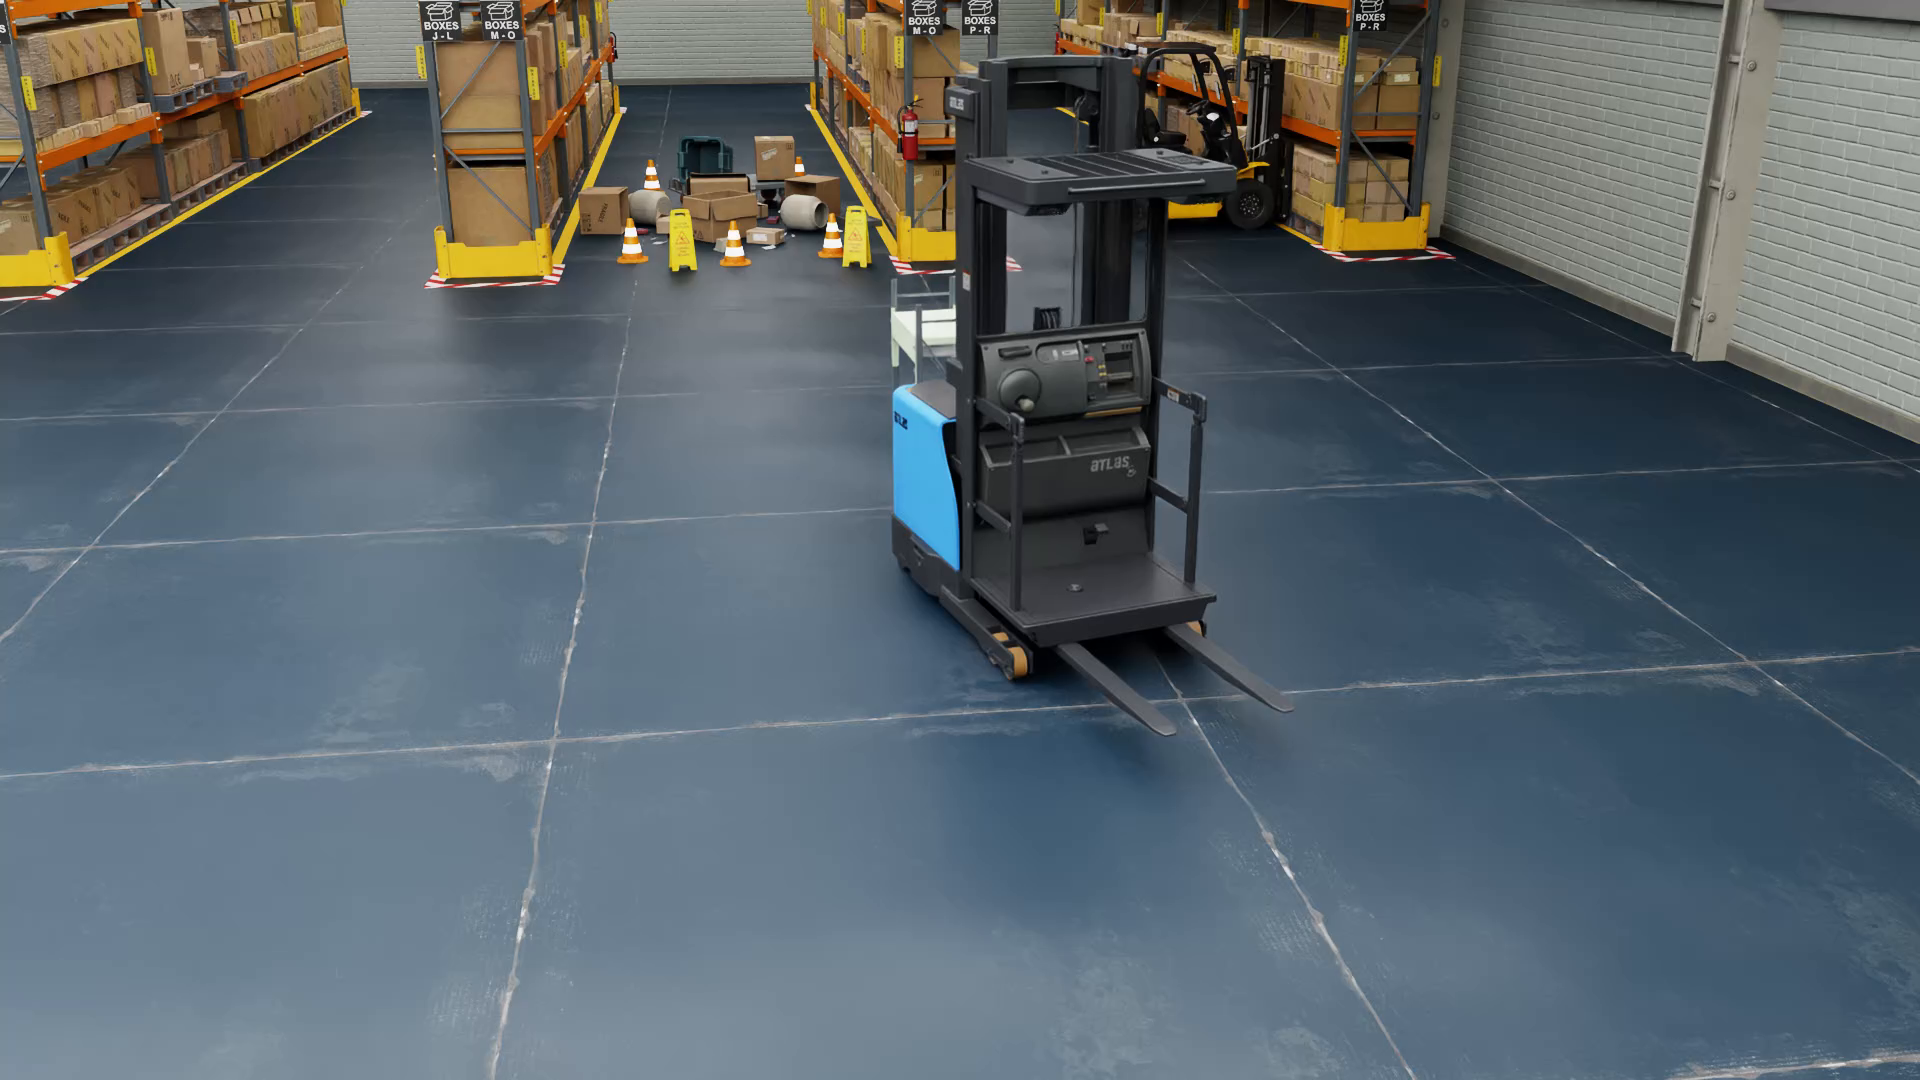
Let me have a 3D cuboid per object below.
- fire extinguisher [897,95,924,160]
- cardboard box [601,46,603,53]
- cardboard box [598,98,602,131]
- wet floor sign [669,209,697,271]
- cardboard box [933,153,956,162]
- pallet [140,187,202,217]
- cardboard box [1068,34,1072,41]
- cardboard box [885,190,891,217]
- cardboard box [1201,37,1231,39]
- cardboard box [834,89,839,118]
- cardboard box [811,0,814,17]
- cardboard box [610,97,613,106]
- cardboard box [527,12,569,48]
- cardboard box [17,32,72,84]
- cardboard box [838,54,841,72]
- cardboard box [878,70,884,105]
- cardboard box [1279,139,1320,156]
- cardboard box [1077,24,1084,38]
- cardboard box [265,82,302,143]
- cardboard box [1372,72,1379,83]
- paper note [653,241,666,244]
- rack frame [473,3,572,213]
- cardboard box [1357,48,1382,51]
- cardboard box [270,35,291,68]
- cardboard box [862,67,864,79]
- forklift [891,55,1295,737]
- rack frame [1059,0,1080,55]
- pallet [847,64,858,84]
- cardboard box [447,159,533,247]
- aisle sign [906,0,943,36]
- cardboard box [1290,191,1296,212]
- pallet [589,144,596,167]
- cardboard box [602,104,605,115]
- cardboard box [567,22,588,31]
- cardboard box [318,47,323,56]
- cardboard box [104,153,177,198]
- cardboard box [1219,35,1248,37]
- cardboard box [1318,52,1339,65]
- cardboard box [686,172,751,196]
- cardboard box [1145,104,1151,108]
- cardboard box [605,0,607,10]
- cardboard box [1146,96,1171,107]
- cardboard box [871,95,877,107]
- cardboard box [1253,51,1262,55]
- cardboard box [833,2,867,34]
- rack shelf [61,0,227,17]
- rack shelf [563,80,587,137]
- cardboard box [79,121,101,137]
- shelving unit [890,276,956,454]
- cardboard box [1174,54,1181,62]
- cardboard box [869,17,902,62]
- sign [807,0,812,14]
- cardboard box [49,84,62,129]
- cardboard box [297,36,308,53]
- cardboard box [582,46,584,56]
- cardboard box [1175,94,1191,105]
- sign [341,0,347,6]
[{"bbox_3d":[-0.541,-4.462,17.987,0.296,0.674,0.183,-3,21,-8],"label":"fire extinguisher"},{"bbox_3d":[-6.670,-8.882,30.069,0.380,0.149,0.250,-2,21,-5],"label":"cardboard box"},{"bbox_3d":[-6.359,-7.214,28.216,0.500,0.500,0.500,-3,21,-9],"label":"cardboard box"},{"bbox_3d":[-3.021,-3.264,18.032,0.267,0.644,0.232,-7,21,-17],"label":"wet floor sign"},{"bbox_3d":[-0.027,-4.304,19.709,0.500,0.500,0.500,-4,21,-10],"label":"cardboard box"},{"bbox_3d":[-10.598,-4.410,21.721,1.003,0.211,1.213,-3,21,-8],"label":"pallet"},{"bbox_3d":[2.362,-10.022,33.120,0.380,0.149,0.250,-2,21,-6],"label":"cardboard box"},{"bbox_3d":[-0.632,-4.097,20.228,0.500,0.250,0.500,-4,21,-10],"label":"cardboard box"},{"bbox_3d":[3.741,-7.277,24.342,0.380,0.149,0.250,-3,21,-8],"label":"cardboard box"},{"bbox_3d":[-1.815,-7.935,30.237,0.875,0.438,0.875,-3,21,-9],"label":"cardboard box"},{"bbox_3d":[-2.620,-10.436,32.298,0.500,0.500,0.500,-3,21,-9],"label":"cardboard box"},{"bbox_3d":[-6.872,-8.422,31.953,0.380,0.149,0.250,-2,21,-6],"label":"cardboard box"},{"bbox_3d":[-6.083,-7.406,24.186,0.700,0.500,0.500,-3,21,-8],"label":"cardboard box"},{"bbox_3d":[-9.782,-5.094,17.570,0.500,0.500,0.500,-3,21,-8],"label":"cardboard box"},{"bbox_3d":[-1.673,-7.599,26.489,0.500,0.250,0.500,-3,21,-7],"label":"cardboard box"},{"bbox_3d":[-0.735,-5.619,20.405,0.500,0.500,0.500,-3,21,-8],"label":"cardboard box"},{"bbox_3d":[4.208,-4.860,20.843,0.500,0.250,0.500,-3,21,-9],"label":"cardboard box"},{"bbox_3d":[2.547,-9.725,31.757,0.500,0.250,0.500,-3,21,-9],"label":"cardboard box"},{"bbox_3d":[-11.396,-6.888,26.807,1.225,0.875,0.875,-4,21,-10],"label":"cardboard box"},{"bbox_3d":[4.919,-5.377,19.254,0.380,0.149,0.250,-3,21,-8],"label":"cardboard box"},{"bbox_3d":[-3.525,-3.499,19.544,0.144,0.017,0.142,4,21,11],"label":"paper note"},{"bbox_3d":[-5.561,-5.662,21.088,1.000,3.000,0.127,-3,21,-8],"label":"rack frame"},{"bbox_3d":[4.893,-5.885,20.192,0.380,0.149,0.250,-3,21,-9],"label":"cardboard box"},{"bbox_3d":[-11.235,-7.943,27.054,0.500,0.500,0.500,-2,21,-6],"label":"cardboard box"},{"bbox_3d":[-1.159,-6.457,22.977,0.380,0.149,0.250,-3,21,-7],"label":"cardboard box"},{"bbox_3d":[0.630,-0.840,8.277,1.130,2.935,3.031,-8,22,-21],"label":"forklift"},{"bbox_3d":[2.504,-10.353,33.648,1.000,3.000,0.127,-3,21,-8],"label":"rack frame"},{"bbox_3d":[-1.046,-7.000,24.945,1.213,0.211,1.003,-3,21,-8],"label":"pallet"},{"bbox_3d":[-5.148,-3.710,18.298,0.875,0.875,0.875,-3,21,-7],"label":"cardboard box"},{"bbox_3d":[-0.379,-5.743,17.590,0.394,0.787,0.004,-3,21,-8],"label":"aisle sign"},{"bbox_3d":[4.304,-4.215,20.543,0.500,0.250,0.500,-3,21,-7],"label":"cardboard box"},{"bbox_3d":[-6.249,-6.011,26.008,1.003,0.211,1.213,-3,21,-8],"label":"pallet"},{"bbox_3d":[-6.450,-7.574,29.256,0.380,0.149,0.250,-2,21,-5],"label":"cardboard box"},{"bbox_3d":[-6.424,-8.567,27.775,0.380,0.149,0.250,-4,21,-9],"label":"cardboard box"},{"bbox_3d":[-11.538,-8.667,29.492,0.380,0.149,0.250,-3,21,-7],"label":"cardboard box"},{"bbox_3d":[-10.551,-4.695,21.444,0.700,0.500,0.500,-5,21,-12],"label":"cardboard box"},{"bbox_3d":[4.094,-7.478,24.880,0.380,0.149,0.250,-3,21,-8],"label":"cardboard box"},{"bbox_3d":[4.457,-5.680,19.640,0.380,0.149,0.250,-3,21,-7],"label":"cardboard box"},{"bbox_3d":[-3.003,-4.259,20.707,0.797,0.637,0.503,-3,21,-8],"label":"cardboard box"},{"bbox_3d":[3.321,-6.918,27.424,0.500,0.500,0.500,-3,21,-9],"label":"cardboard box"},{"bbox_3d":[-6.979,-10.325,31.577,0.500,0.500,0.500,-3,21,-9],"label":"cardboard box"},{"bbox_3d":[3.265,-7.164,27.155,0.380,0.149,0.250,-4,21,-11],"label":"cardboard box"},{"bbox_3d":[-0.950,-5.703,21.559,0.380,0.149,0.250,-3,21,-8],"label":"cardboard box"},{"bbox_3d":[4.058,-6.335,21.822,0.380,0.149,0.250,-2,21,-6],"label":"cardboard box"},{"bbox_3d":[-1.801,-8.537,27.215,0.500,0.500,0.500,-3,21,-9],"label":"cardboard box"},{"bbox_3d":[-10.773,-7.207,21.967,1.077,0.370,4.000,-3,21,-8],"label":"rack shelf"},{"bbox_3d":[-5.850,-6.017,23.068,1.077,0.370,4.000,-3,21,-8],"label":"rack shelf"},{"bbox_3d":[-9.833,-4.579,18.548,0.380,0.149,0.250,-3,21,-8],"label":"cardboard box"},{"bbox_3d":[-0.142,-0.790,10.188,0.431,1.500,0.755,-5,21,-12],"label":"shelving unit"},{"bbox_3d":[3.550,-7.407,25.262,0.500,0.250,0.500,-2,21,-6],"label":"cardboard box"},{"bbox_3d":[-0.731,-6.084,20.223,0.700,0.500,0.500,-3,21,-9],"label":"cardboard box"},{"bbox_3d":[-2.958,-10.518,32.739,0.100,0.325,0.005,-3,21,-8],"label":"sign"},{"bbox_3d":[-10.151,-4.607,17.695,0.875,0.500,0.500,-3,21,-8],"label":"cardboard box"},{"bbox_3d":[-11.446,-8.461,28.373,0.500,0.250,0.500,-3,21,-9],"label":"cardboard box"},{"bbox_3d":[-6.232,-7.840,26.679,0.380,0.149,0.250,-4,21,-10],"label":"cardboard box"},{"bbox_3d":[3.763,-7.284,27.477,0.380,0.149,0.250,-3,21,-7],"label":"cardboard box"},{"bbox_3d":[-11.675,-10.277,31.452,0.100,0.325,0.005,-3,21,-8],"label":"sign"}]
